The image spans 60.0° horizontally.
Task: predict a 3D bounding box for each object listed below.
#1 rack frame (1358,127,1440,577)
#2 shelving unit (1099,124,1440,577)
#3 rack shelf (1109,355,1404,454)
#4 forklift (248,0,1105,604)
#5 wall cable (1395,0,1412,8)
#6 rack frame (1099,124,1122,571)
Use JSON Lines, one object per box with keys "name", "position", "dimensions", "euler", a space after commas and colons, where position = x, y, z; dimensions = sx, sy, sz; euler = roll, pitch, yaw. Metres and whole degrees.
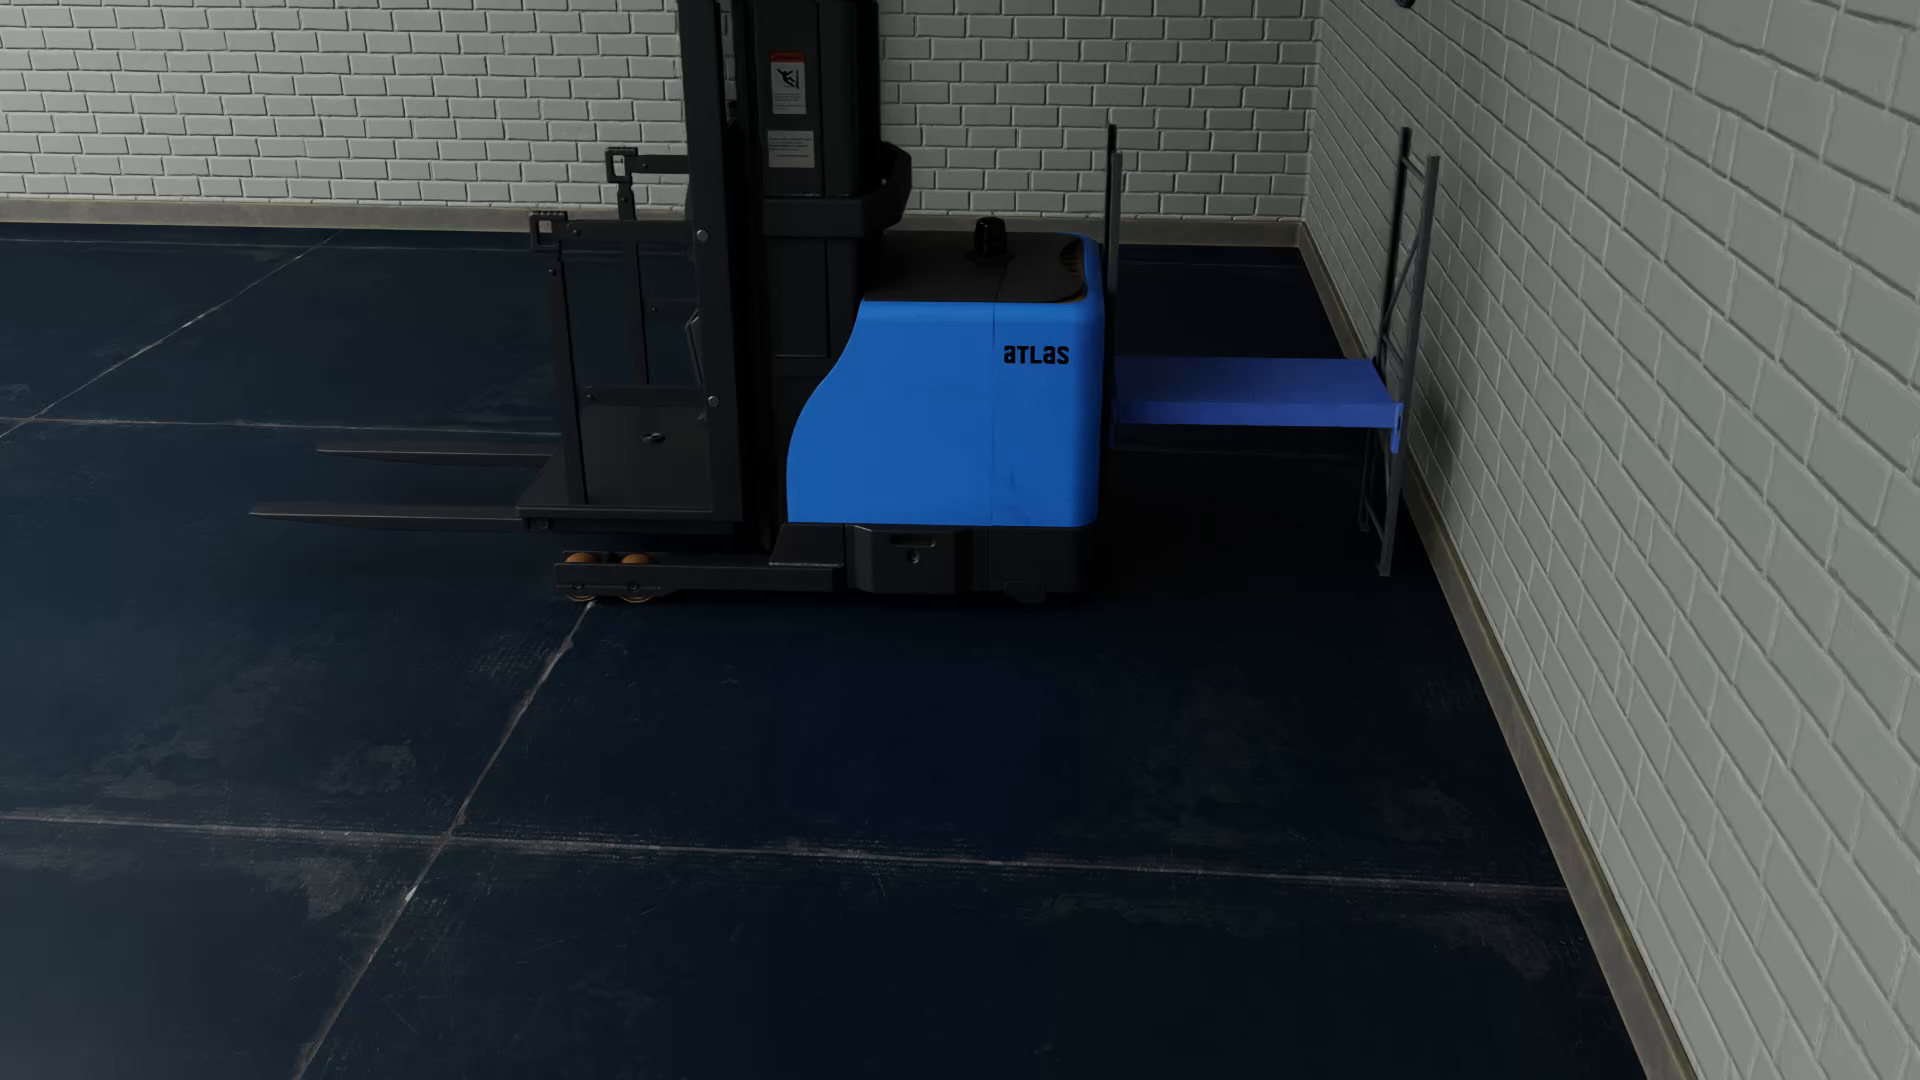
{"name": "rack frame", "position": [1.538, -0.653, 5.875], "dimensions": [0.032, 1.500, 0.500], "euler": [1, 25, 3]}
{"name": "shelving unit", "position": [1.030, -0.663, 5.898], "dimensions": [1.048, 1.500, 0.538], "euler": [1, 25, 3]}
{"name": "rack shelf", "position": [1.030, -0.500, 5.973], "dimensions": [1.000, 0.185, 0.538], "euler": [1, 25, 3]}
{"name": "forklift", "position": [-1.010, -1.332, 5.638], "dimensions": [3.031, 2.935, 1.130], "euler": [1, 25, 3]}
{"name": "wall cable", "position": [1.926, -3.858, 7.584], "dimensions": [0.112, 2.526, 3.097], "euler": [2, 25, 4]}
{"name": "rack frame", "position": [0.522, -0.674, 5.920], "dimensions": [0.032, 1.500, 0.500], "euler": [1, 25, 3]}
